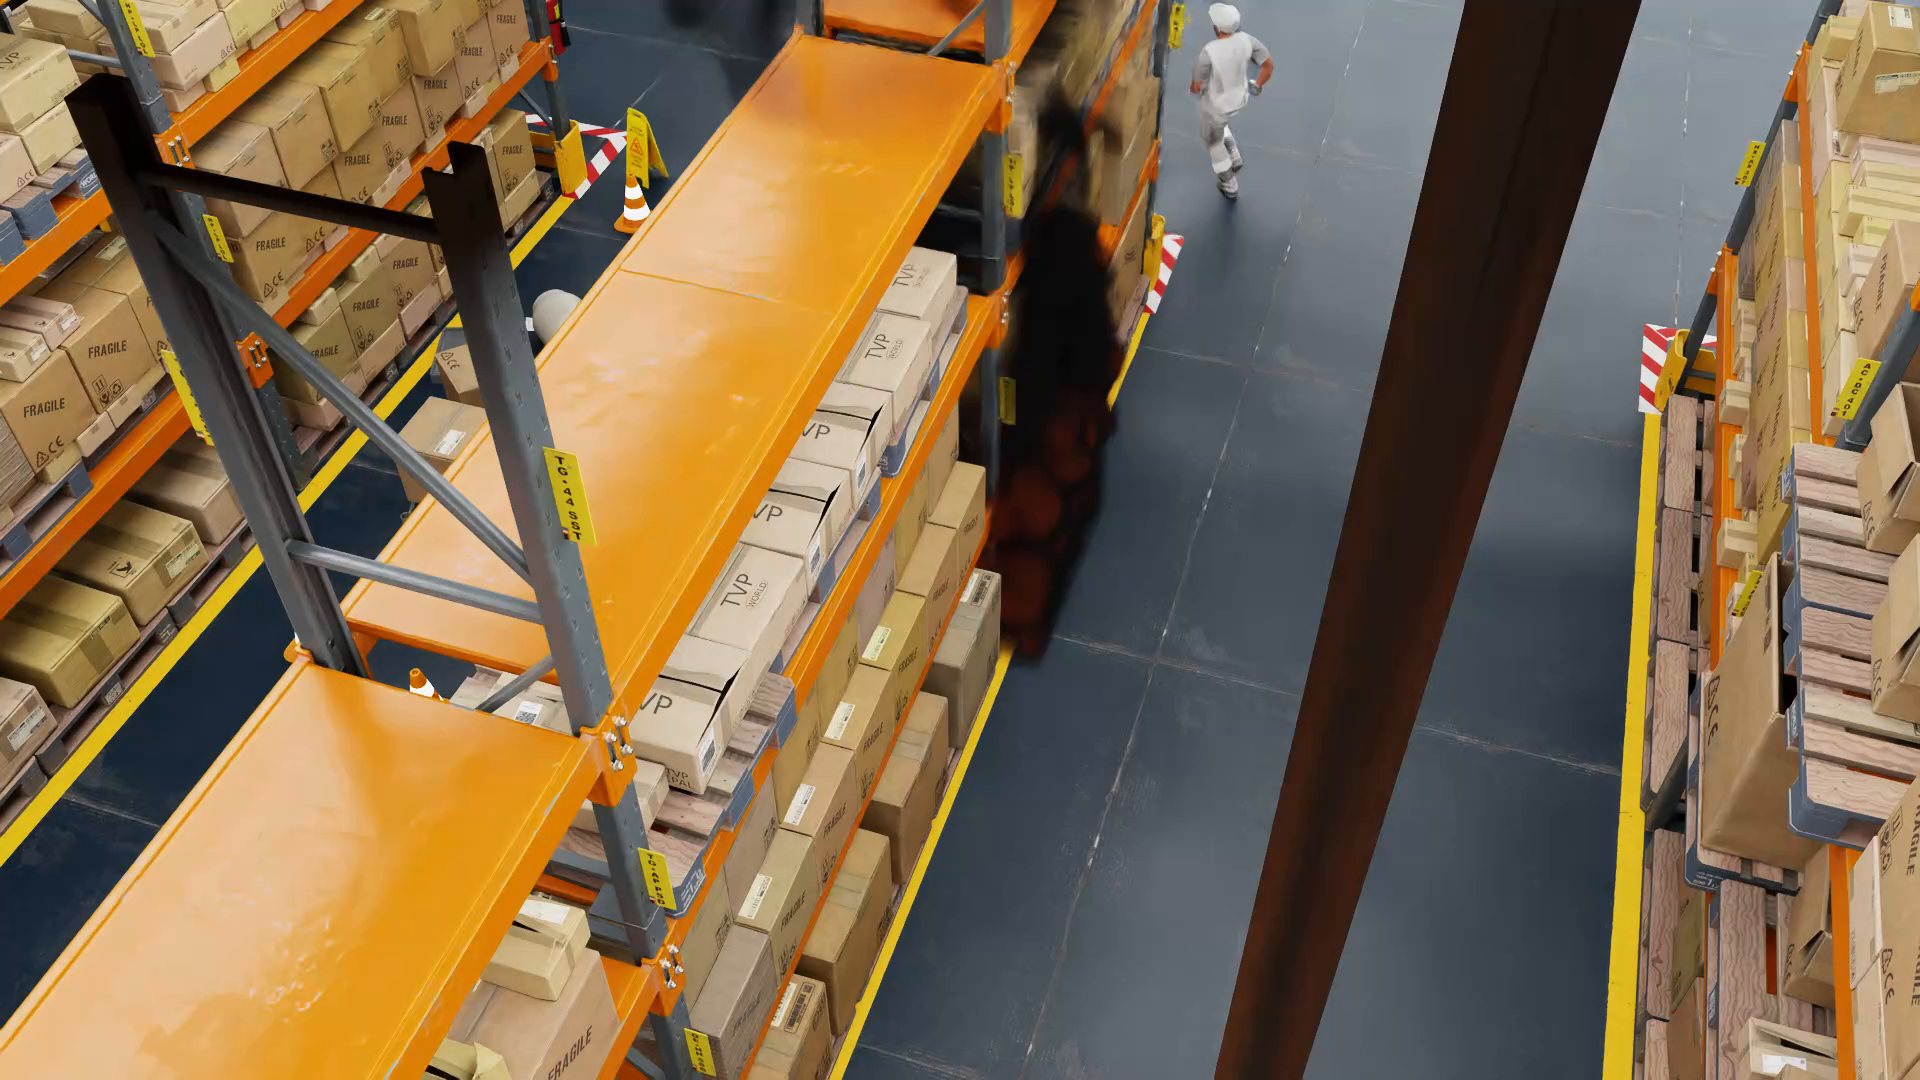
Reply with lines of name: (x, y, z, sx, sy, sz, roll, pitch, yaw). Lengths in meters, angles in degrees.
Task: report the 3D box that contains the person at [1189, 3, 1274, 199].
person: (2.079, -3.566, 13.409, 0.687, 1.730, 0.568, -23, 50, -21)
